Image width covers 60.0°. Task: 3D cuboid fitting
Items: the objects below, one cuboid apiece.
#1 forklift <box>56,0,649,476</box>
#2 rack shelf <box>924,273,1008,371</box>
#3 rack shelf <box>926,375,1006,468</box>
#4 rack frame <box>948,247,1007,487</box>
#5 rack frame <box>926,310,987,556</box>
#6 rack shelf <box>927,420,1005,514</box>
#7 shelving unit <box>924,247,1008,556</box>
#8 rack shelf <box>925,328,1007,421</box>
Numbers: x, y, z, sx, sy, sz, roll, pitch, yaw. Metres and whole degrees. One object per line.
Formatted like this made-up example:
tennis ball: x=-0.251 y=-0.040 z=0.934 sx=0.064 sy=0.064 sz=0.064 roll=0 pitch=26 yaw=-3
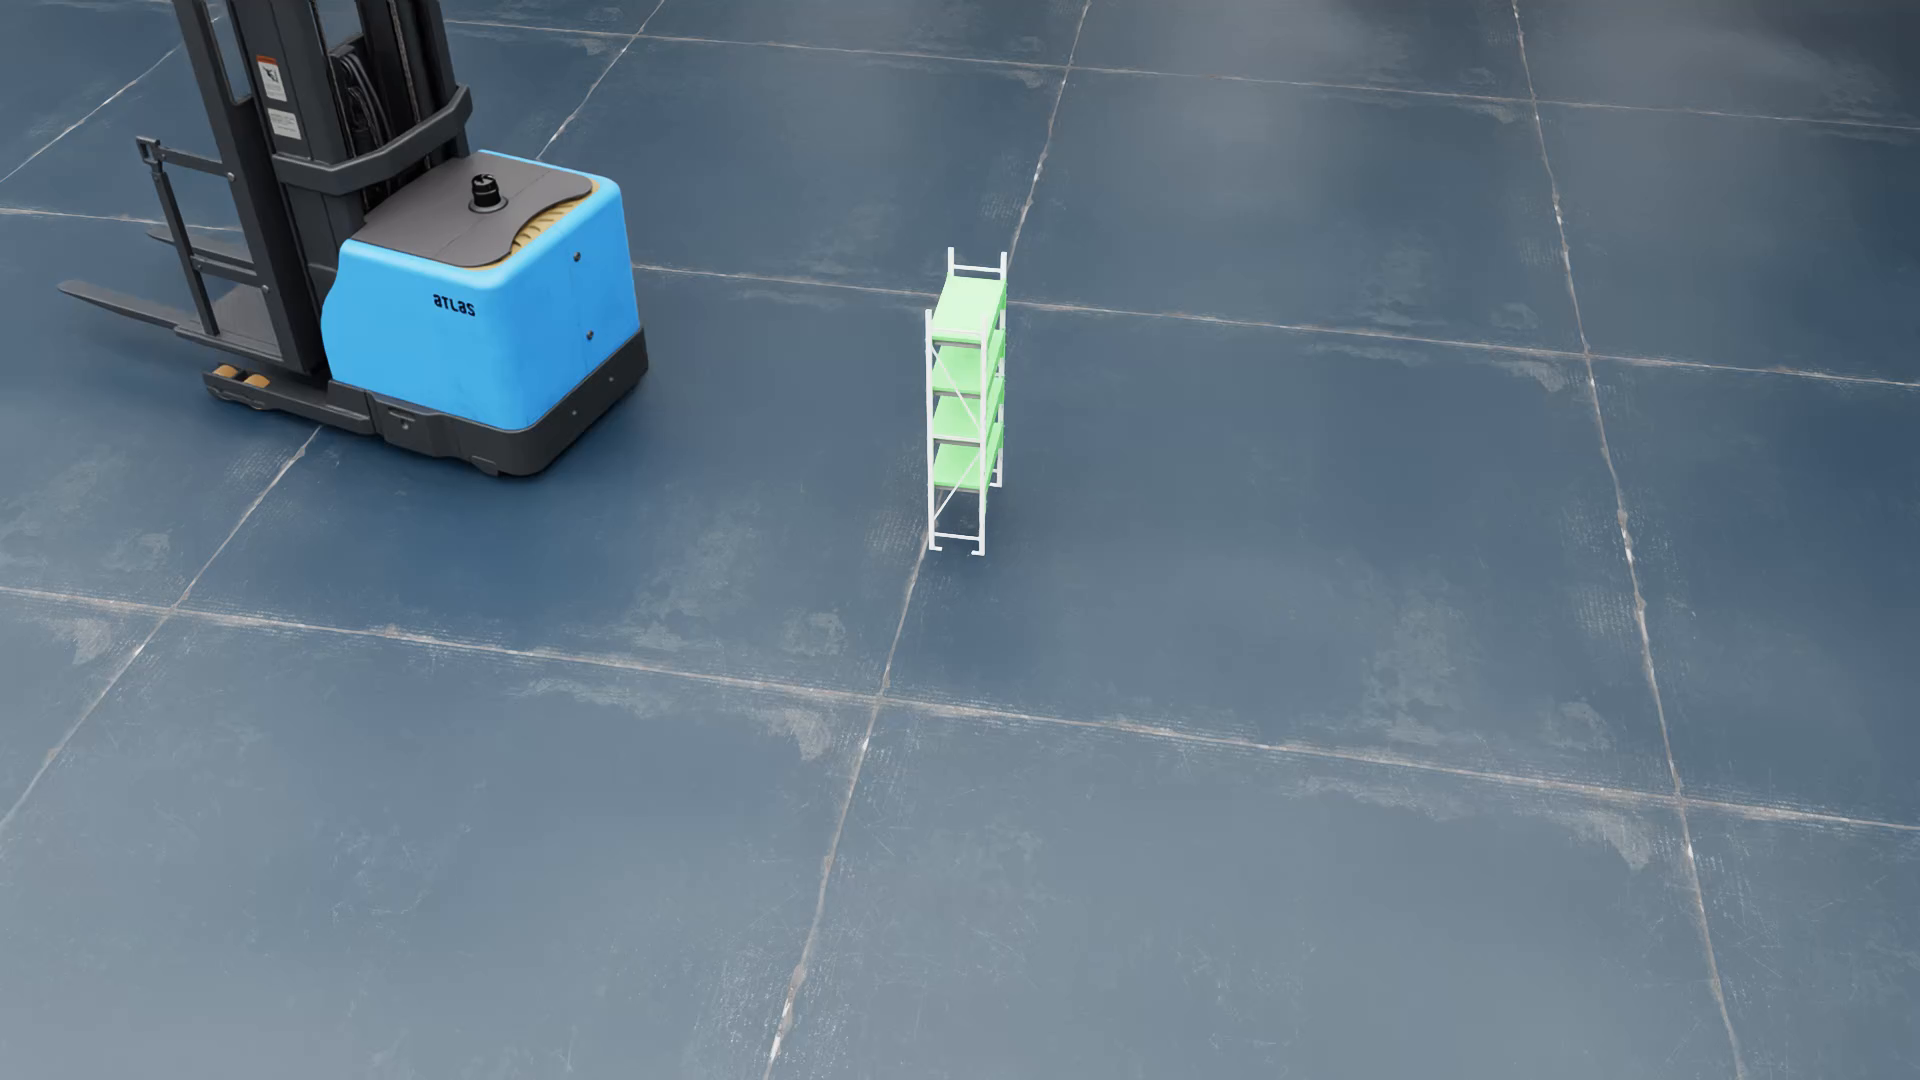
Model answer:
forklift: x=-3.088 y=-2.045 z=7.423 sx=3.031 sy=2.935 sz=1.130 roll=16 pitch=42 yaw=19
rack shelf: x=0.029 y=-0.887 z=6.728 sx=0.258 sy=0.148 sz=0.480 roll=6 pitch=40 yaw=8
rack shelf: x=0.029 y=-0.517 z=7.034 sx=0.258 sy=0.148 sz=0.480 roll=6 pitch=40 yaw=8
rack frame: x=0.071 y=-0.719 z=7.179 sx=0.240 sy=1.200 sz=0.015 roll=6 pitch=40 yaw=8
rack frame: x=-0.014 y=-0.413 z=6.808 sx=0.240 sy=1.200 sz=0.015 roll=6 pitch=40 yaw=8
rack shelf: x=0.029 y=-0.332 z=7.187 sx=0.258 sy=0.148 sz=0.480 roll=6 pitch=40 yaw=8
shelving unit: x=0.029 y=-0.566 z=6.993 sx=0.258 sy=1.200 sz=0.503 roll=6 pitch=40 yaw=8
rack shelf: x=0.029 y=-0.702 z=6.881 sx=0.258 sy=0.148 sz=0.480 roll=6 pitch=40 yaw=8
